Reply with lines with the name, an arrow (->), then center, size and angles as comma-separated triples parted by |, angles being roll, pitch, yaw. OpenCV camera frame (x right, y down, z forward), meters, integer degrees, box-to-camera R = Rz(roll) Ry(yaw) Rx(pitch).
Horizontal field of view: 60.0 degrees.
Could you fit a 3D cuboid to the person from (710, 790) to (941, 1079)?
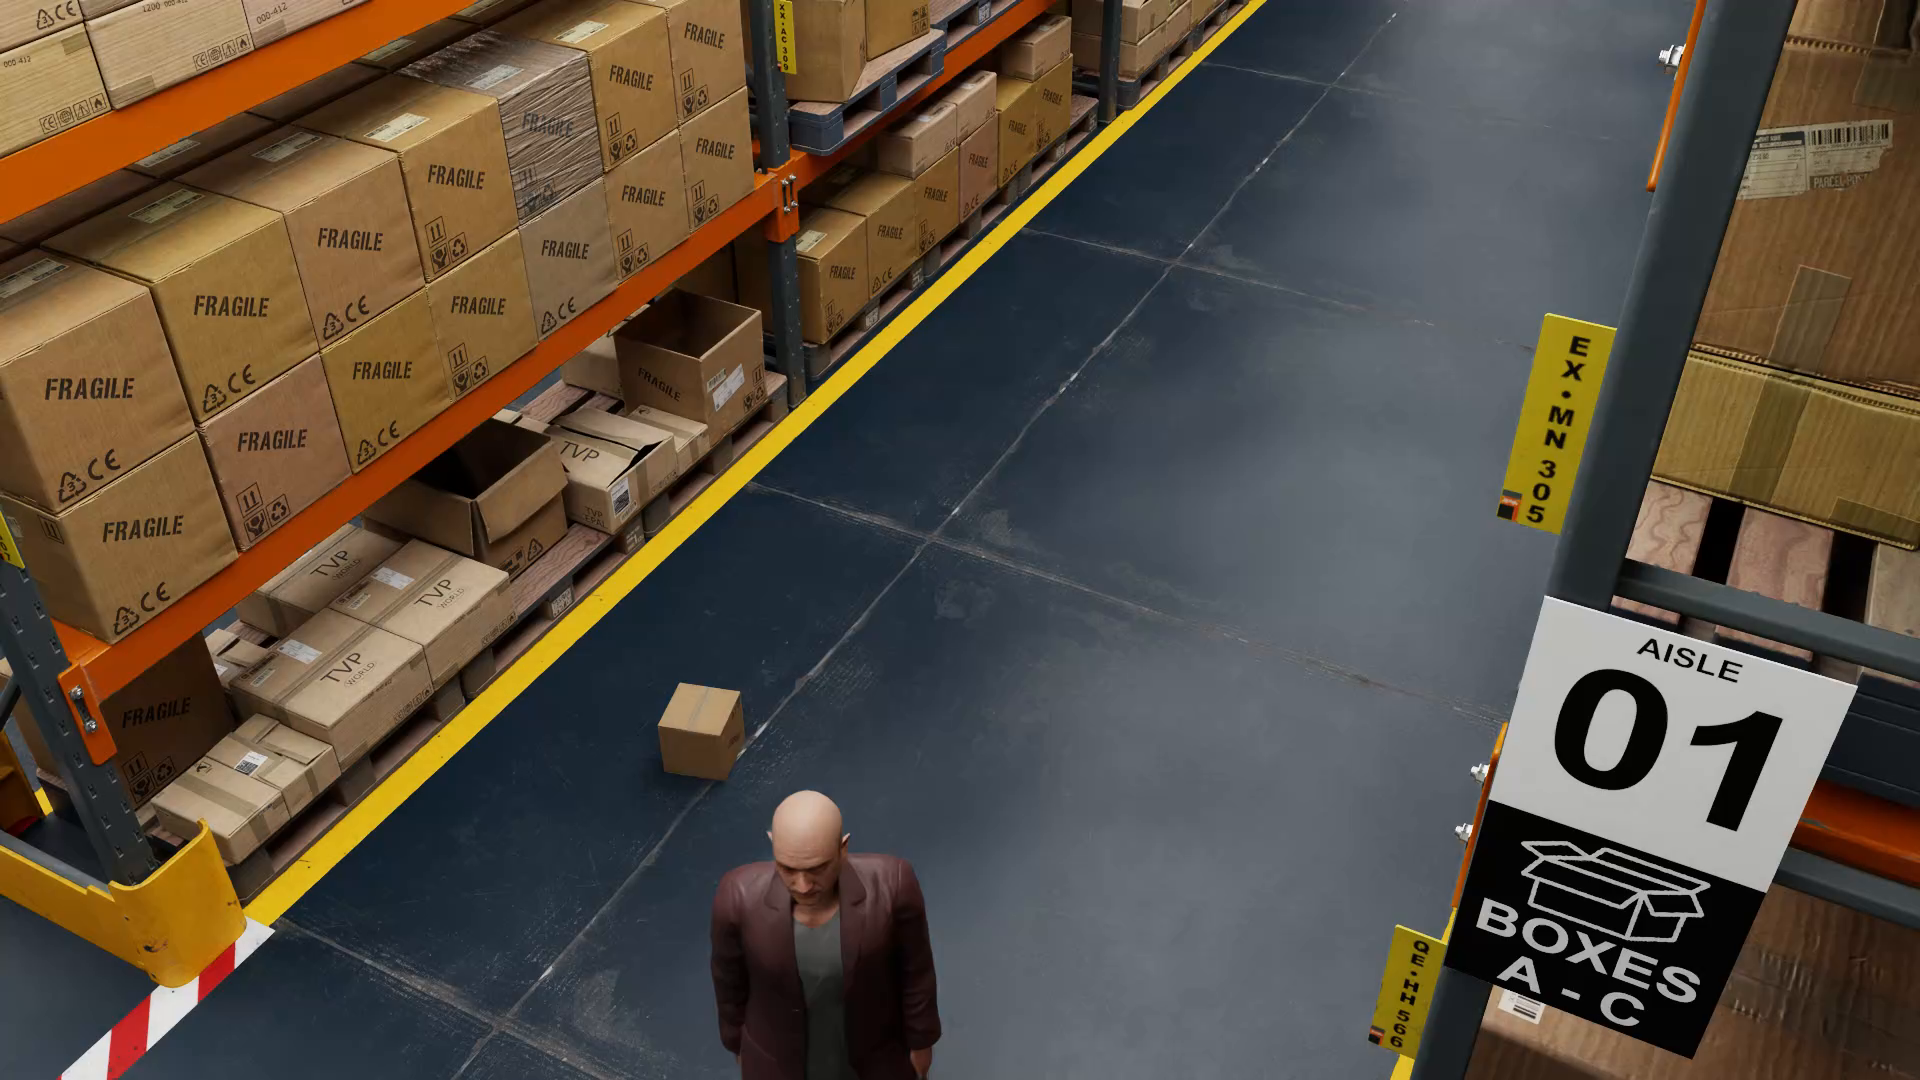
person -> -0.345, 1.306, 4.421 | 0.587, 1.766, 0.669 | -3, 38, -4
